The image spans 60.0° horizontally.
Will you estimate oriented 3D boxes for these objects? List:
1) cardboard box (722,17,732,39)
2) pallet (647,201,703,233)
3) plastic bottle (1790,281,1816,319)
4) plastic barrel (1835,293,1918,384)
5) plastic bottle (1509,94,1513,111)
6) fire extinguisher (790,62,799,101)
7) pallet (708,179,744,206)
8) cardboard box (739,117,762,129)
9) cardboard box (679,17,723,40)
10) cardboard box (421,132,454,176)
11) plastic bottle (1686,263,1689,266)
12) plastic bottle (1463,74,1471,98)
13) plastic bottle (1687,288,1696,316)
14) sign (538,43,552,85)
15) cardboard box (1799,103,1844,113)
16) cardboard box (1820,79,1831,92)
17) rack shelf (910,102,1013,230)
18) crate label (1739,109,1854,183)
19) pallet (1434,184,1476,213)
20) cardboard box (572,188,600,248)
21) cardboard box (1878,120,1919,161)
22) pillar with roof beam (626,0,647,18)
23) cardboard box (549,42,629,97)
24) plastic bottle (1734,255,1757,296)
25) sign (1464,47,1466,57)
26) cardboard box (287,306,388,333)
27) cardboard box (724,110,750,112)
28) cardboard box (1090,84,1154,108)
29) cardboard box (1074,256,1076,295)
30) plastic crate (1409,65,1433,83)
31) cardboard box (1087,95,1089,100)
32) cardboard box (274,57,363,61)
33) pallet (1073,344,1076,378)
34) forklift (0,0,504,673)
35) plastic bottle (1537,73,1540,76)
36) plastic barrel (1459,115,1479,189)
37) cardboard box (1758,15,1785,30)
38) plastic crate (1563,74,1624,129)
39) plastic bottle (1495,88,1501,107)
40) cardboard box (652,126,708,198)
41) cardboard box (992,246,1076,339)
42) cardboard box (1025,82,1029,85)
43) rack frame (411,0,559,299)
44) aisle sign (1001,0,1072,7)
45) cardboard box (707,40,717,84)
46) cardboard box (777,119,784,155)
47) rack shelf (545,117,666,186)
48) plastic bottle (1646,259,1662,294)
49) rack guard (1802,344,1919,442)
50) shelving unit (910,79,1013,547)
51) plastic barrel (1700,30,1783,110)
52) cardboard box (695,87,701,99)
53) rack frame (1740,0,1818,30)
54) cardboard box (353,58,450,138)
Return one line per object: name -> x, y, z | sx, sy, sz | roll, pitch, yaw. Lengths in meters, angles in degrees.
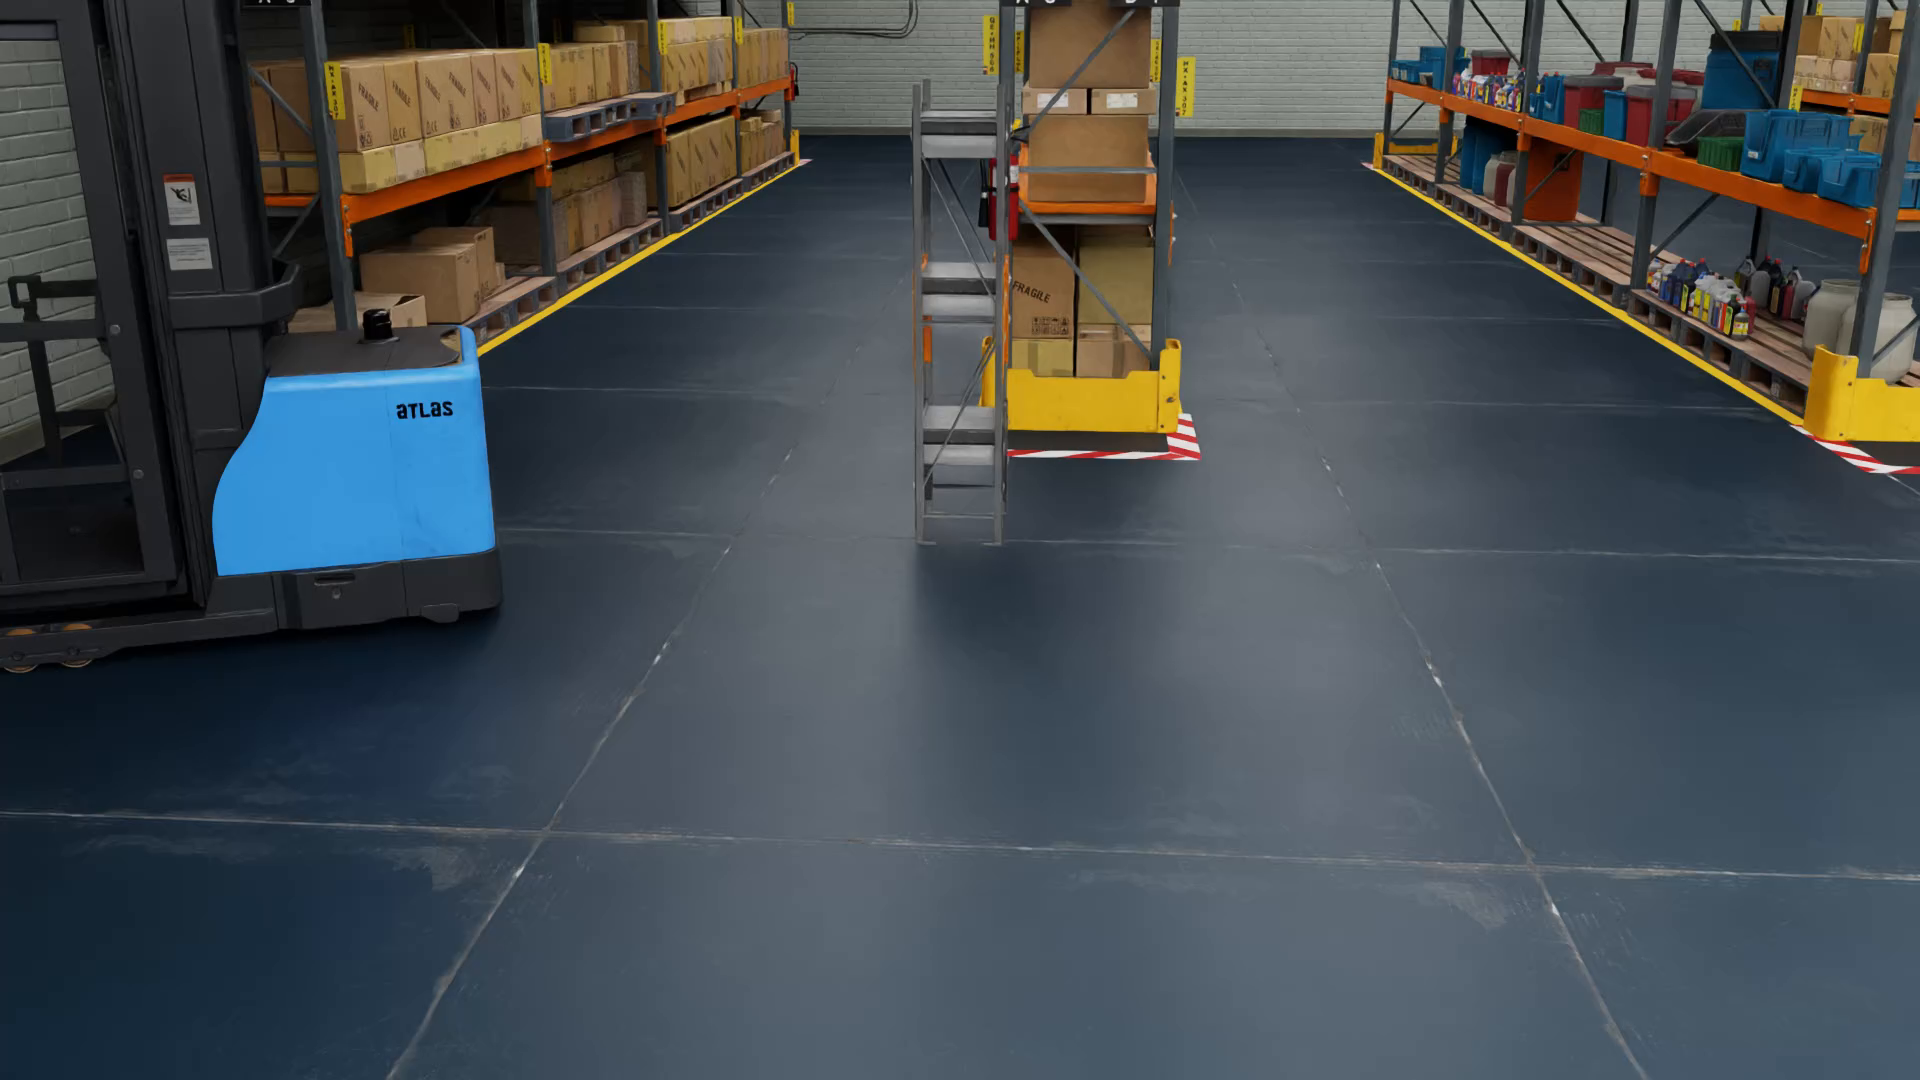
cardboard box -> -3.136, -6.371, 20.676 | 0.500, 0.250, 0.500 | 2, 18, 5
pallet -> -3.513, -3.643, 18.702 | 1.003, 0.211, 1.213 | 1, 18, 4
plastic bottle -> 6.139, -1.760, 12.144 | 0.152, 0.276, 0.135 | 2, 18, 5
plastic barrel -> 5.634, -1.243, 10.219 | 0.421, 0.512, 0.421 | 0, 18, 0
plastic bottle -> 5.883, -4.652, 17.621 | 0.097, 0.201, 0.097 | 0, 18, 0
fire extinguisher -> -2.600, -7.032, 25.290 | 0.296, 0.674, 0.183 | 1, 18, 4
pallet -> -3.338, -4.401, 21.015 | 1.003, 0.211, 1.213 | 1, 18, 4
cardboard box -> -2.958, -5.782, 23.049 | 0.380, 0.149, 0.250 | 1, 18, 2
cardboard box -> -3.183, -6.213, 20.192 | 0.500, 0.250, 0.500 | 2, 18, 5
cardboard box -> -3.801, -2.643, 11.380 | 0.500, 0.250, 0.500 | 1, 18, 3
plastic bottle -> 5.600, -1.988, 12.827 | 0.061, 0.283, 0.133 | 1, 18, 4
plastic bottle -> 6.049, -5.401, 19.795 | 0.097, 0.271, 0.097 | 0, 18, 0
plastic bottle -> 5.421, -1.753, 12.245 | 0.097, 0.201, 0.097 | 0, 18, 0
sign -> -3.390, -3.884, 13.570 | 0.100, 0.325, 0.005 | 1, 18, 4
cardboard box -> 11.655, -5.308, 22.044 | 0.875, 0.875, 0.875 | 1, 18, 4
cardboard box -> 11.196, -5.778, 21.143 | 0.380, 0.149, 0.250 | 1, 18, 3
rack shelf -> 0.012, -1.701, 7.539 | 0.431, 0.518, 0.480 | 1, 18, 4
crate label -> 5.526, -2.614, 11.026 | 0.502, 0.435, 0.616 | 1, 18, 4
pallet -> 6.427, -4.182, 20.348 | 1.003, 0.211, 1.213 | 1, 18, 4
cardboard box -> -3.831, -3.052, 15.728 | 0.700, 0.500, 0.500 | 1, 18, 5
cardboard box -> 11.375, -4.349, 19.116 | 1.225, 0.875, 0.875 | 1, 18, 2
pillar with roof beam -> 0.123, -8.959, 20.812 | 9.100, 9.000, 0.400 | 1, 18, 4
cardboard box -> -3.681, -4.661, 16.464 | 0.700, 0.500, 0.500 | 0, 18, -1
plastic bottle -> 6.048, -2.009, 12.784 | 0.144, 0.351, 0.185 | 1, 18, 4
sign -> 7.360, -7.059, 24.386 | 0.100, 0.325, 0.005 | 1, 18, 4
cardboard box -> -4.079, -1.385, 10.943 | 0.500, 0.311, 0.500 | -1, 18, -2
cardboard box -> -3.248, -6.196, 24.313 | 0.380, 0.149, 0.250 | 1, 18, 4
cardboard box -> 0.982, -2.686, 10.101 | 0.380, 0.149, 0.250 | 1, 18, 2
cardboard box -> 0.674, -2.129, 13.345 | 0.500, 0.250, 0.500 | 1, 18, 4
plastic crate -> 6.348, -6.366, 22.707 | 0.416, 0.233, 0.300 | 1, 18, 4
cardboard box -> 0.877, -2.804, 11.503 | 0.700, 0.500, 0.500 | 2, 18, 6
cardboard box -> -4.318, -3.003, 11.275 | 0.500, 0.500, 0.500 | 1, 18, 2
pallet -> 0.736, -1.044, 10.771 | 1.003, 0.211, 1.213 | 1, 18, 4
forklift -> -3.476, -1.067, 6.471 | 3.031, 2.935, 1.130 | -5, 19, -16
plastic bottle -> 6.771, -5.373, 19.582 | 0.144, 0.351, 0.185 | 1, 18, 4
plastic barrel -> 6.468, -4.780, 20.389 | 0.600, 0.901, 0.708 | 1, 18, 4
cardboard box -> 11.411, -7.006, 23.046 | 0.500, 0.500, 0.500 | 1, 18, 3
plastic crate -> 5.816, -4.039, 15.330 | 0.402, 0.464, 0.583 | 1, 18, 4
plastic bottle -> 5.932, -4.863, 18.267 | 0.097, 0.201, 0.097 | 0, 18, 0
cardboard box -> -3.392, -4.401, 19.313 | 0.750, 0.750, 0.750 | 1, 18, 4
cardboard box -> 0.465, -1.554, 10.384 | 0.500, 0.500, 0.500 | 1, 18, 4
cardboard box -> 0.596, -2.771, 10.359 | 0.380, 0.149, 0.250 | 1, 18, 3
rack frame -> -3.931, -3.483, 13.735 | 1.000, 3.000, 0.127 | 1, 18, 4
aisle sign -> 0.425, -3.353, 9.162 | 0.394, 0.787, 0.004 | 1, 18, 4
cardboard box -> -3.211, -5.702, 19.838 | 0.500, 0.500, 0.500 | 1, 18, 4
cardboard box -> -3.022, -6.002, 24.762 | 0.700, 0.500, 0.500 | 1, 18, 4
rack shelf -> -3.788, -3.762, 15.742 | 1.077, 0.370, 4.000 | 1, 18, 4
plastic bottle -> 5.490, -2.085, 13.144 | 0.097, 0.271, 0.097 | 0, 18, 0
rack guard -> 5.622, -0.856, 9.733 | 1.175, 0.500, 0.348 | 1, 18, 4
shelving unit -> 0.012, -1.049, 7.753 | 0.431, 2.100, 0.503 | 1, 18, 4
plastic barrel -> 6.280, -3.613, 13.327 | 0.600, 0.901, 0.708 | 1, 18, 4
cardboard box -> -3.265, -5.270, 19.562 | 0.380, 0.149, 0.250 | 2, 18, 6
rack frame -> 11.751, -6.878, 24.097 | 1.000, 3.000, 0.127 | 1, 18, 4
cardboard box -> -3.795, -2.990, 11.236 | 0.500, 0.500, 0.500 | 1, 18, 2
